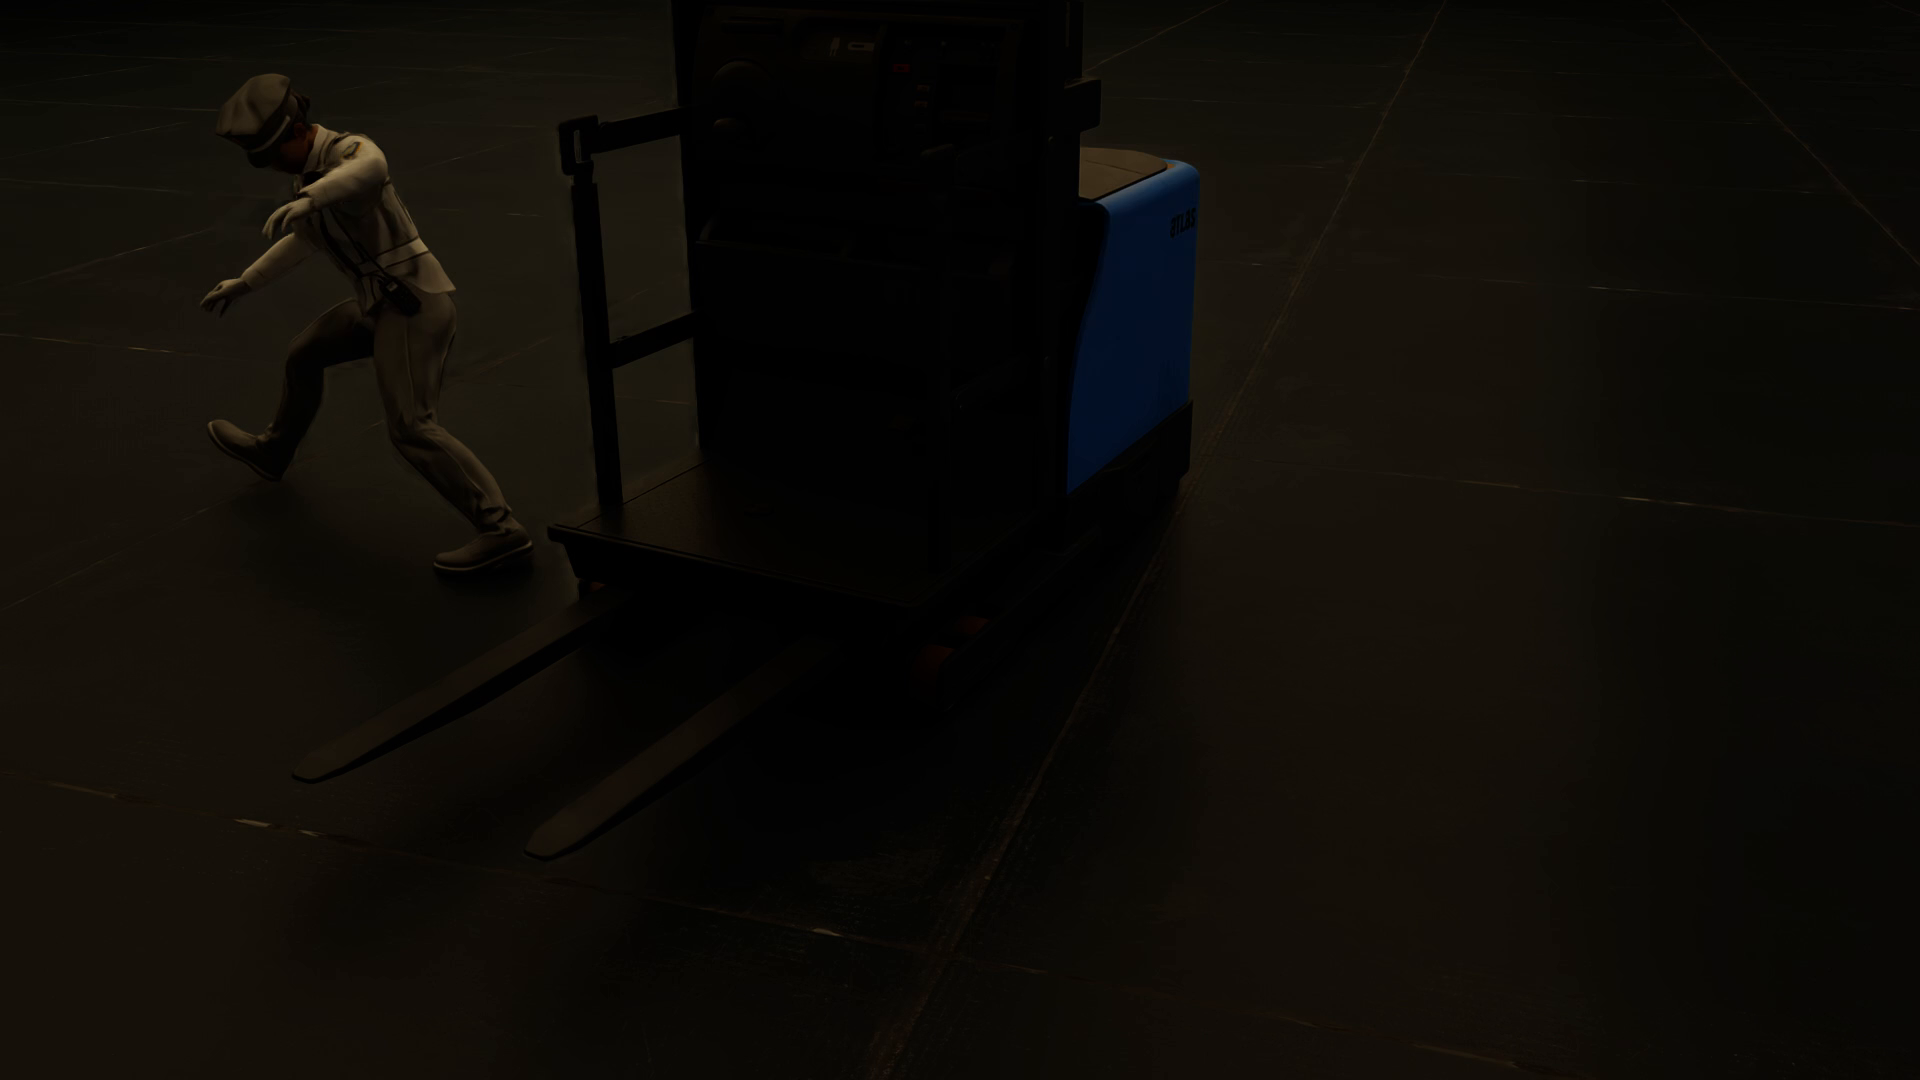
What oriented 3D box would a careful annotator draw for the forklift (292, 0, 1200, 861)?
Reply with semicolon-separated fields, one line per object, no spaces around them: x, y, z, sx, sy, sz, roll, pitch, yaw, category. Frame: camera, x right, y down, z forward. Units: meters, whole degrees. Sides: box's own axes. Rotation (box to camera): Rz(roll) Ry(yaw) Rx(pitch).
-0.368;-1.125;4.005;1.130;2.935;3.031;11;25;25;forklift

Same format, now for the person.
-1.887;-0.698;5.022;0.804;1.364;1.250;-11;25;-24;person
